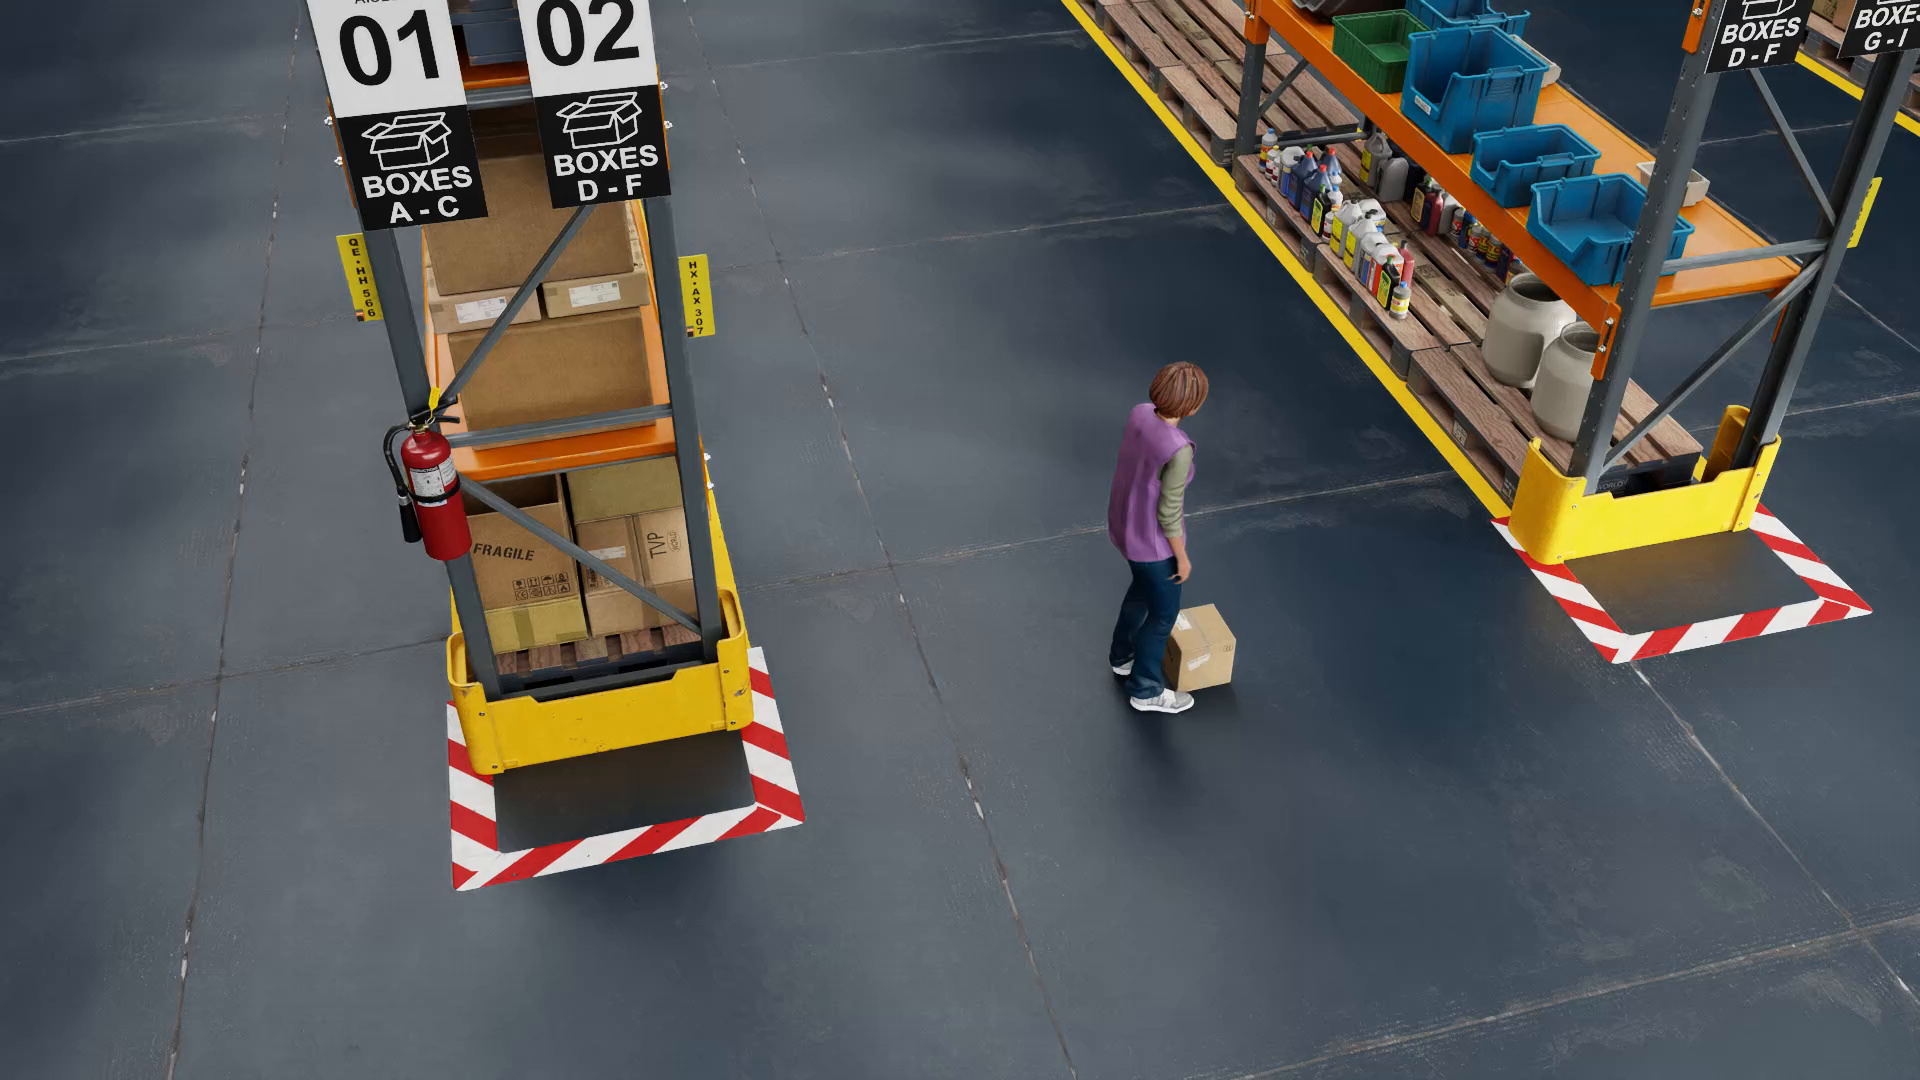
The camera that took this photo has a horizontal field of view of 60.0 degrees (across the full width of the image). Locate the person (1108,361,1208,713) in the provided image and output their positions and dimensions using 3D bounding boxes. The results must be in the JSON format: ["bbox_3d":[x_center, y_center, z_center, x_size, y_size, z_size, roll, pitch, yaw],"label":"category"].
[{"bbox_3d":[0.785,-0.012,6.735,0.343,1.593,0.485,-12,40,-14],"label":"person"}]
